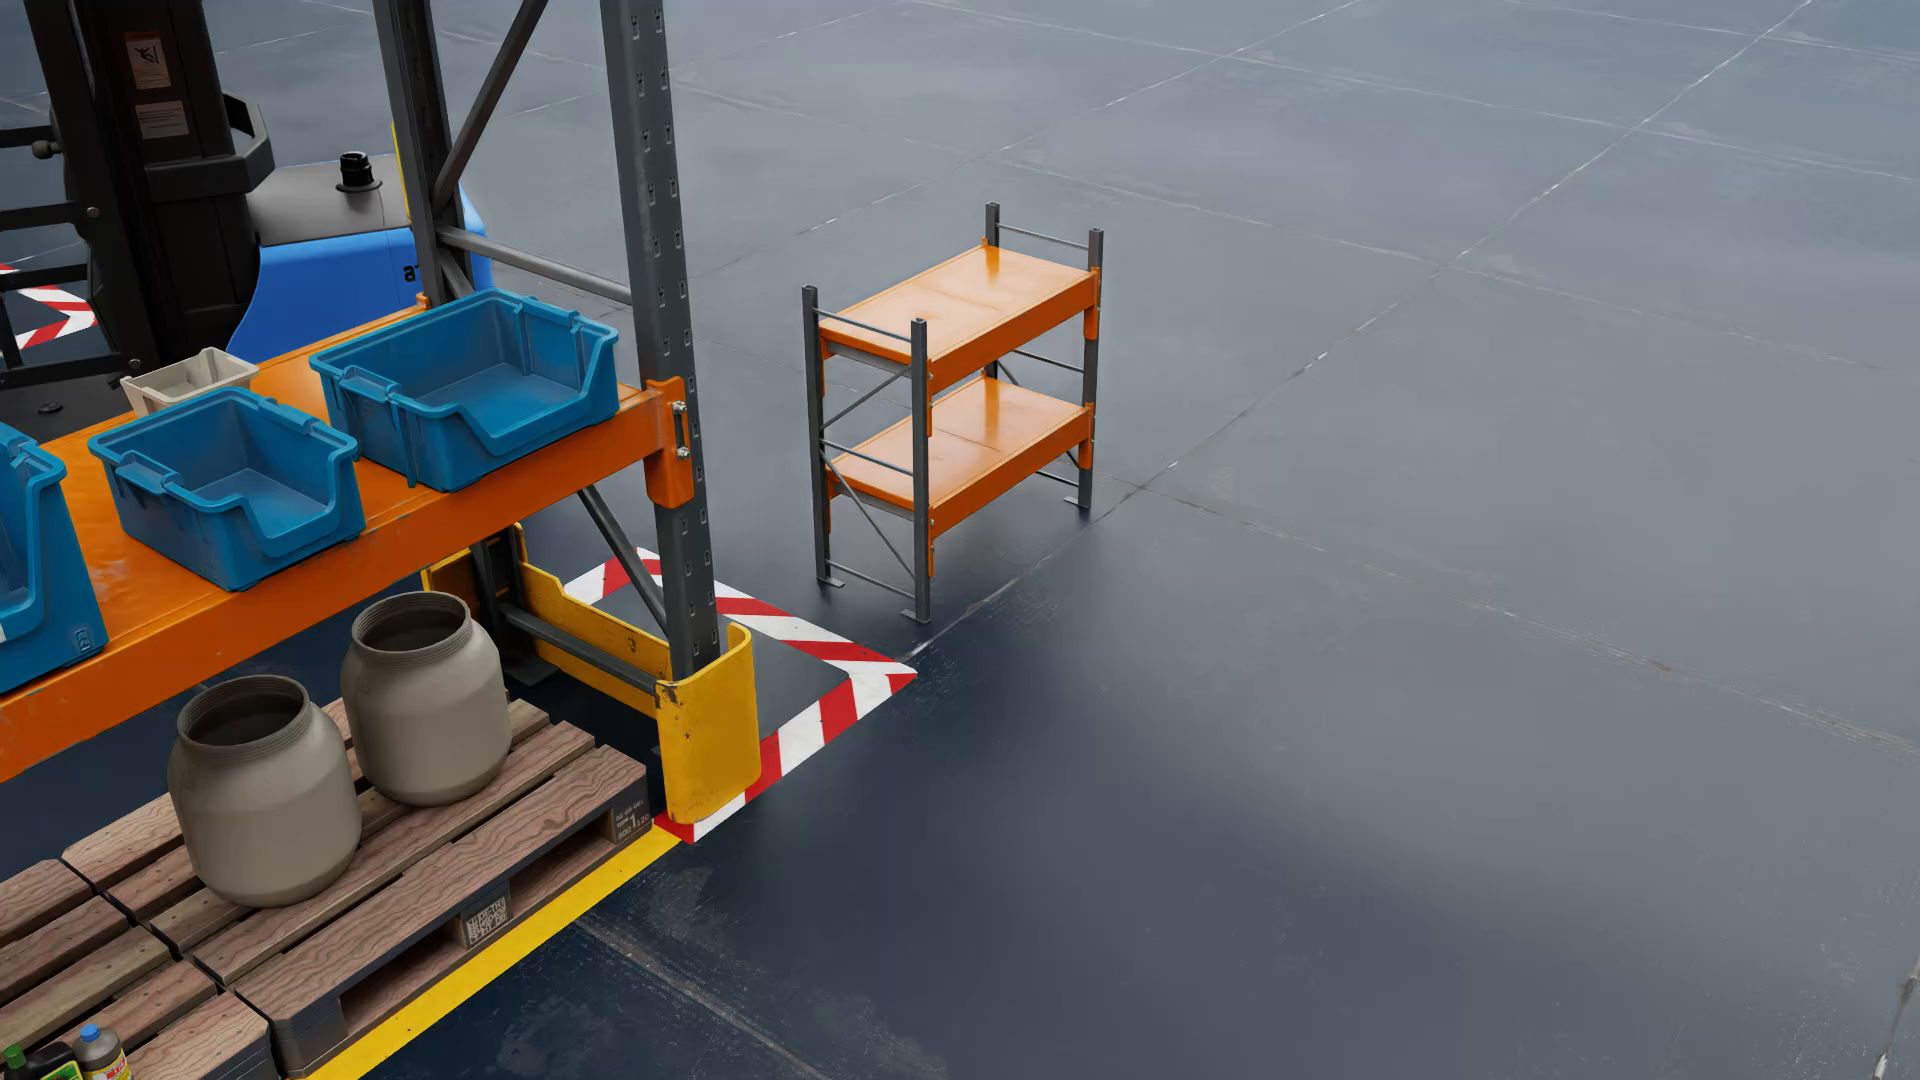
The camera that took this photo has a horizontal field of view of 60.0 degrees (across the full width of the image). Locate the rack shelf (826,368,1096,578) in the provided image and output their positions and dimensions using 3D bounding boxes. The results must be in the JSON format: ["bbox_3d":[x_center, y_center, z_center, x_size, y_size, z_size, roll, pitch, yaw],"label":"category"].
[{"bbox_3d":[-0.004,-0.271,6.083,0.538,0.278,1.000,21,37,31],"label":"rack shelf"}]

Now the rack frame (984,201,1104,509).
[{"bbox_3d":[0.303,-0.688,6.307,0.500,1.125,0.032,21,37,31],"label":"rack frame"}]

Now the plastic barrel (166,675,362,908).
[{"bbox_3d":[-1.777,0.642,4.252,0.421,0.512,0.421,0,31,0],"label":"plastic barrel"}]

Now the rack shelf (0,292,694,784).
[{"bbox_3d":[-2.346,0.381,3.371,1.077,0.370,4.000,21,37,31],"label":"rack shelf"}]

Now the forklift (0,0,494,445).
[{"bbox_3d":[-3.319,-1.433,5.793,3.031,2.935,1.130,-13,33,-21],"label":"forklift"}]

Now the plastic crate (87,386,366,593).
[{"bbox_3d":[-1.599,-0.120,3.657,0.499,0.251,0.408,21,37,31],"label":"plastic crate"}]

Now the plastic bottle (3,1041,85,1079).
[{"bbox_3d":[-1.954,1.172,3.563,0.061,0.283,0.133,22,37,32],"label":"plastic bottle"}]

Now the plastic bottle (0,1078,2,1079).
[{"bbox_3d":[-2.072,1.216,3.496,0.152,0.276,0.135,21,37,32],"label":"plastic bottle"}]

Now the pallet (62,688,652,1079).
[{"bbox_3d":[-1.641,0.832,4.640,1.003,0.211,1.213,21,37,31],"label":"pallet"}]

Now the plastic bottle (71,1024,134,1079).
[{"bbox_3d":[-1.898,1.154,3.674,0.097,0.201,0.097,0,31,0],"label":"plastic bottle"}]

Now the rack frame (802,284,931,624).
[{"bbox_3d":[-0.311,-0.275,5.610,0.500,1.125,0.032,21,37,31],"label":"rack frame"}]

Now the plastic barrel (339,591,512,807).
[{"bbox_3d":[-1.475,0.439,4.596,0.421,0.512,0.421,0,31,0],"label":"plastic barrel"}]

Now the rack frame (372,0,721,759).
[{"bbox_3d":[-1.138,-0.742,4.560,1.000,3.000,0.127,21,37,31],"label":"rack frame"}]

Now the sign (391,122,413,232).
[{"bbox_3d":[-1.574,-1.032,4.778,0.100,0.325,0.005,21,37,31],"label":"sign"}]

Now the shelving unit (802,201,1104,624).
[{"bbox_3d":[-0.004,-0.481,5.959,0.538,1.125,1.048,21,37,31],"label":"shelving unit"}]

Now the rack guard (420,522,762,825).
[{"bbox_3d":[-1.147,0.379,5.120,1.175,0.500,0.348,21,37,31],"label":"rack guard"}]

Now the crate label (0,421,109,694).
[{"bbox_3d":[-2.034,0.074,3.148,0.502,0.435,0.616,21,37,31],"label":"crate label"}]

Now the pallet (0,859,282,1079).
[{"bbox_3d":[-2.378,1.325,3.807,1.003,0.211,1.213,21,37,31],"label":"pallet"}]

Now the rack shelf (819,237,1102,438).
[{"bbox_3d":[-0.004,-0.733,5.809,0.538,0.278,1.000,21,37,31],"label":"rack shelf"}]

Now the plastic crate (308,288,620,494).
[{"bbox_3d":[-1.202,-0.382,4.099,0.499,0.251,0.616,21,37,31],"label":"plastic crate"}]

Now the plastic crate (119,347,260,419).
[{"bbox_3d":[-1.935,-0.364,4.180,0.298,0.136,0.250,21,37,31],"label":"plastic crate"}]
